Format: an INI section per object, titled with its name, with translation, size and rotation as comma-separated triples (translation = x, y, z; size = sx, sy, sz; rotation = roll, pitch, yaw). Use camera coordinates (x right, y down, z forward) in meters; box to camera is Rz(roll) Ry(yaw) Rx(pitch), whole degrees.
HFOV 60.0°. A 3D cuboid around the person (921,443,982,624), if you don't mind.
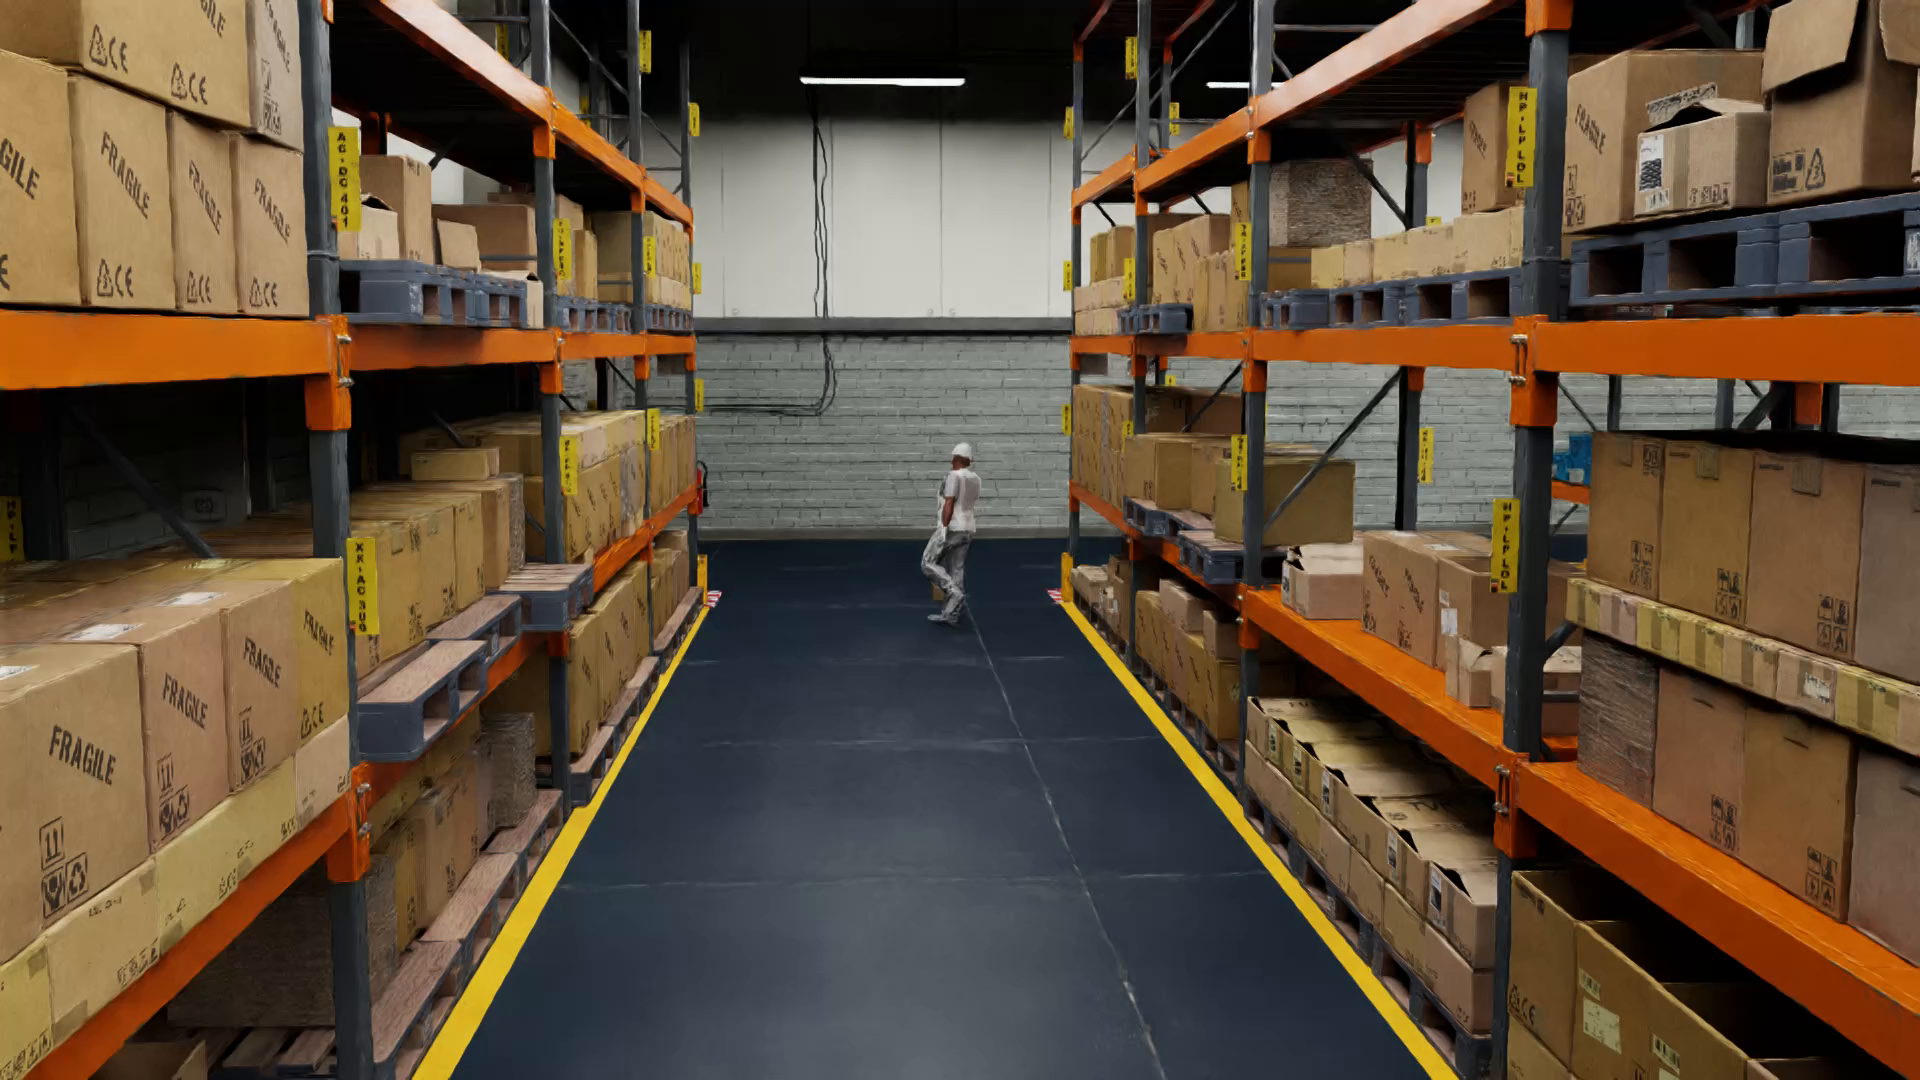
[person]
translation = -0.064, -0.071, 16.284
size = 0.511, 1.748, 0.726
rotation = 4, 8, 30
